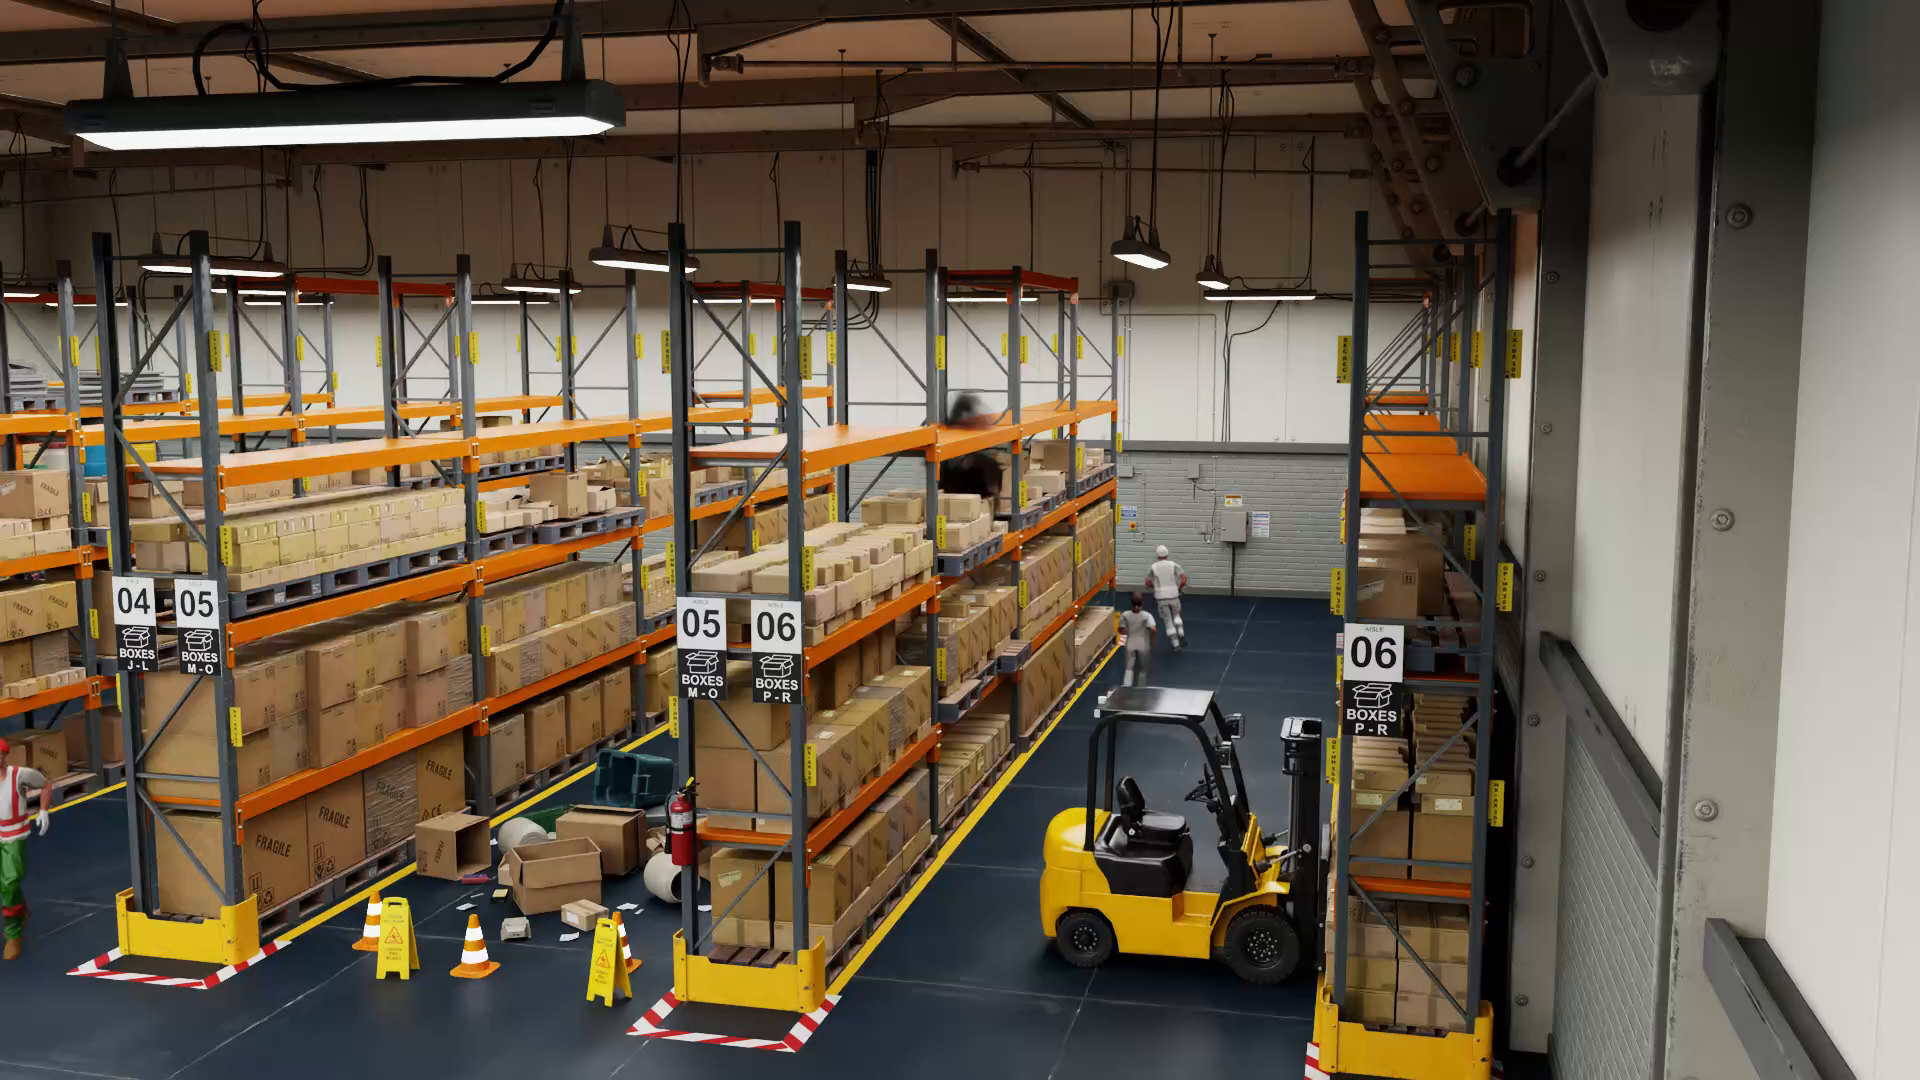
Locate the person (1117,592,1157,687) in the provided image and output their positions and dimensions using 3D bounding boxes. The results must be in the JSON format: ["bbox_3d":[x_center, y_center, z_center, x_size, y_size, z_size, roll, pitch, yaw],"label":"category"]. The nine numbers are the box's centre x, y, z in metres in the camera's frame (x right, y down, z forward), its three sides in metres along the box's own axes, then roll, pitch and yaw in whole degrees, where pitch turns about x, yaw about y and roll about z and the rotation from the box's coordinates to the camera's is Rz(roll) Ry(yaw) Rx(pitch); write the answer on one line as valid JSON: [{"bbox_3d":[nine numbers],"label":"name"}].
[{"bbox_3d":[2.476,1.530,23.199,0.575,1.634,0.793,2,7,14],"label":"person"}]

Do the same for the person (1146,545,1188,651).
[{"bbox_3d":[3.425,0.940,27.609,0.716,1.720,0.604,0,7,-2],"label":"person"}]

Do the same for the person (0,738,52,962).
[{"bbox_3d":[-8.087,2.565,14.059,0.655,1.852,0.835,-1,7,-8],"label":"person"}]
